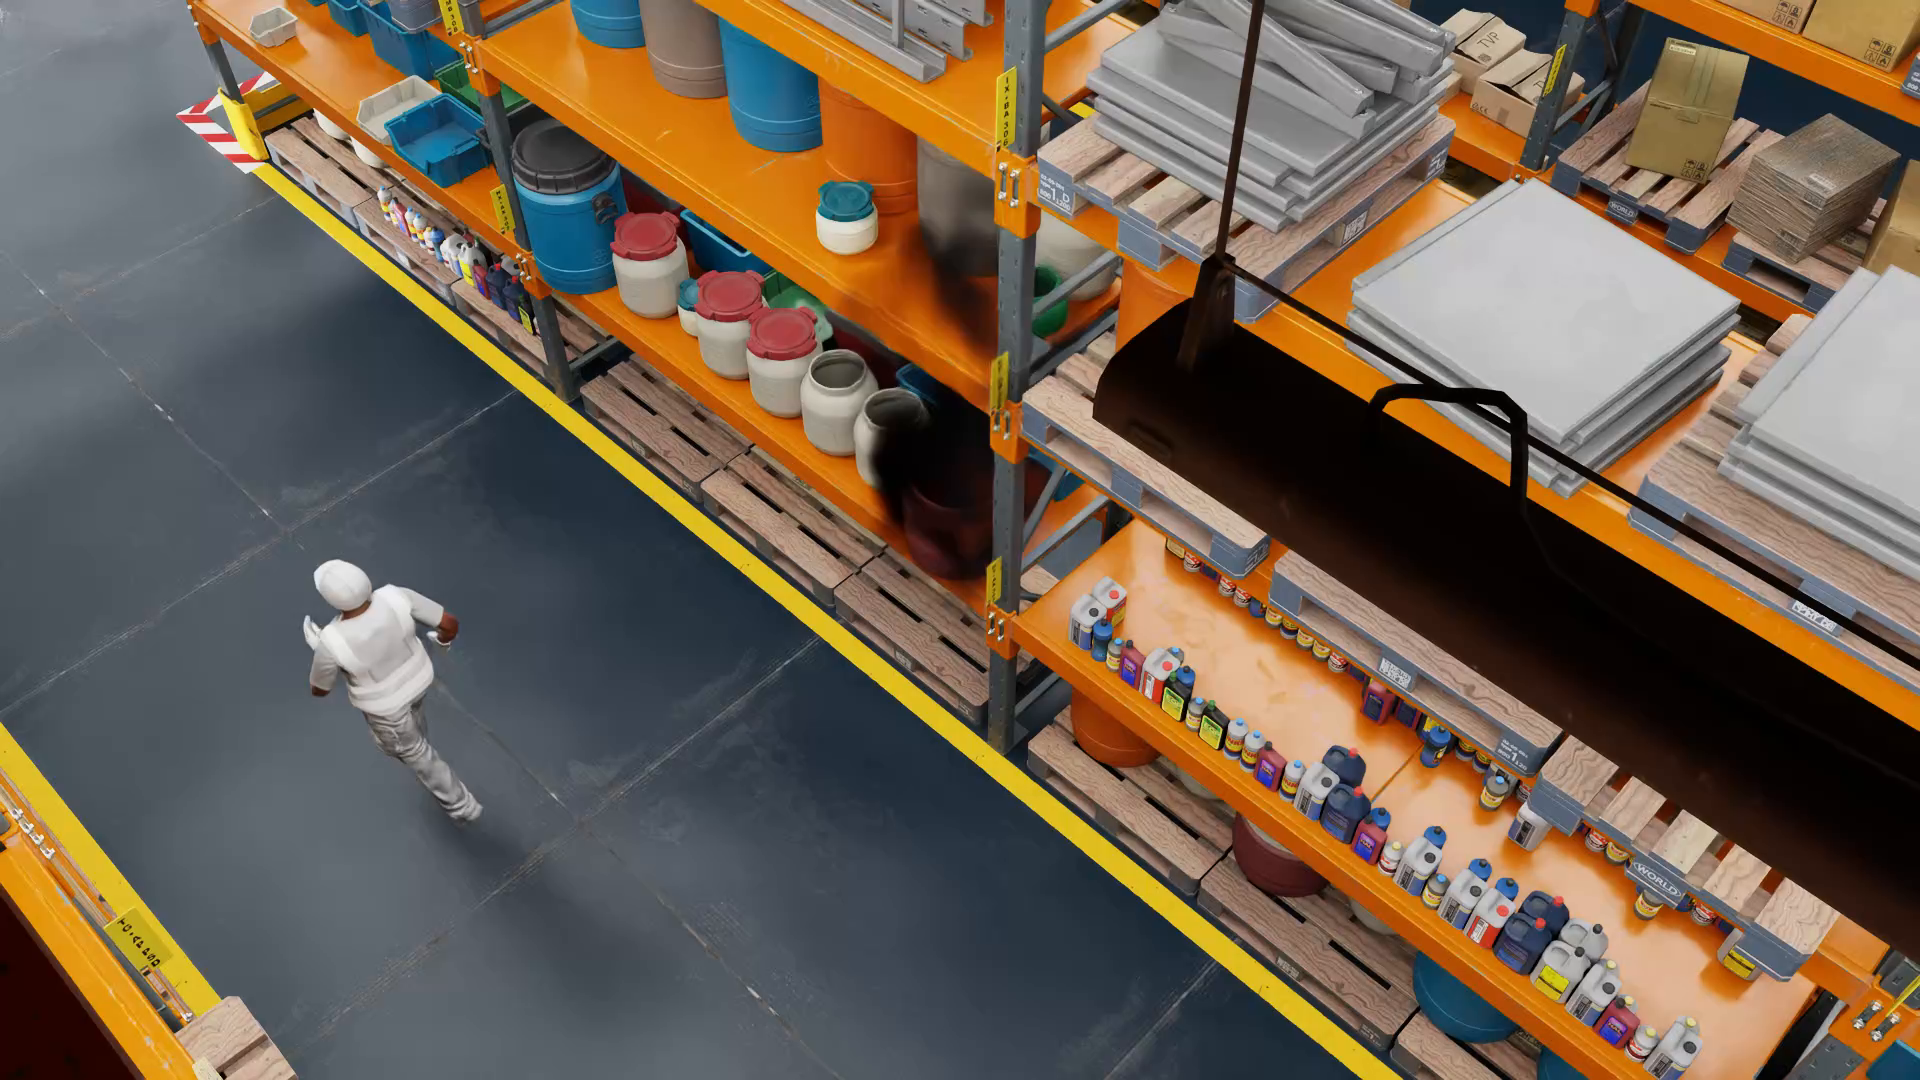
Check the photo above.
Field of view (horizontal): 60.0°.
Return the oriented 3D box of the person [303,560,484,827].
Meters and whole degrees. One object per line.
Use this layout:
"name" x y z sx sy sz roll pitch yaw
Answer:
"person" -2.813 0.733 8.231 0.906 1.827 0.686 30 56 22
